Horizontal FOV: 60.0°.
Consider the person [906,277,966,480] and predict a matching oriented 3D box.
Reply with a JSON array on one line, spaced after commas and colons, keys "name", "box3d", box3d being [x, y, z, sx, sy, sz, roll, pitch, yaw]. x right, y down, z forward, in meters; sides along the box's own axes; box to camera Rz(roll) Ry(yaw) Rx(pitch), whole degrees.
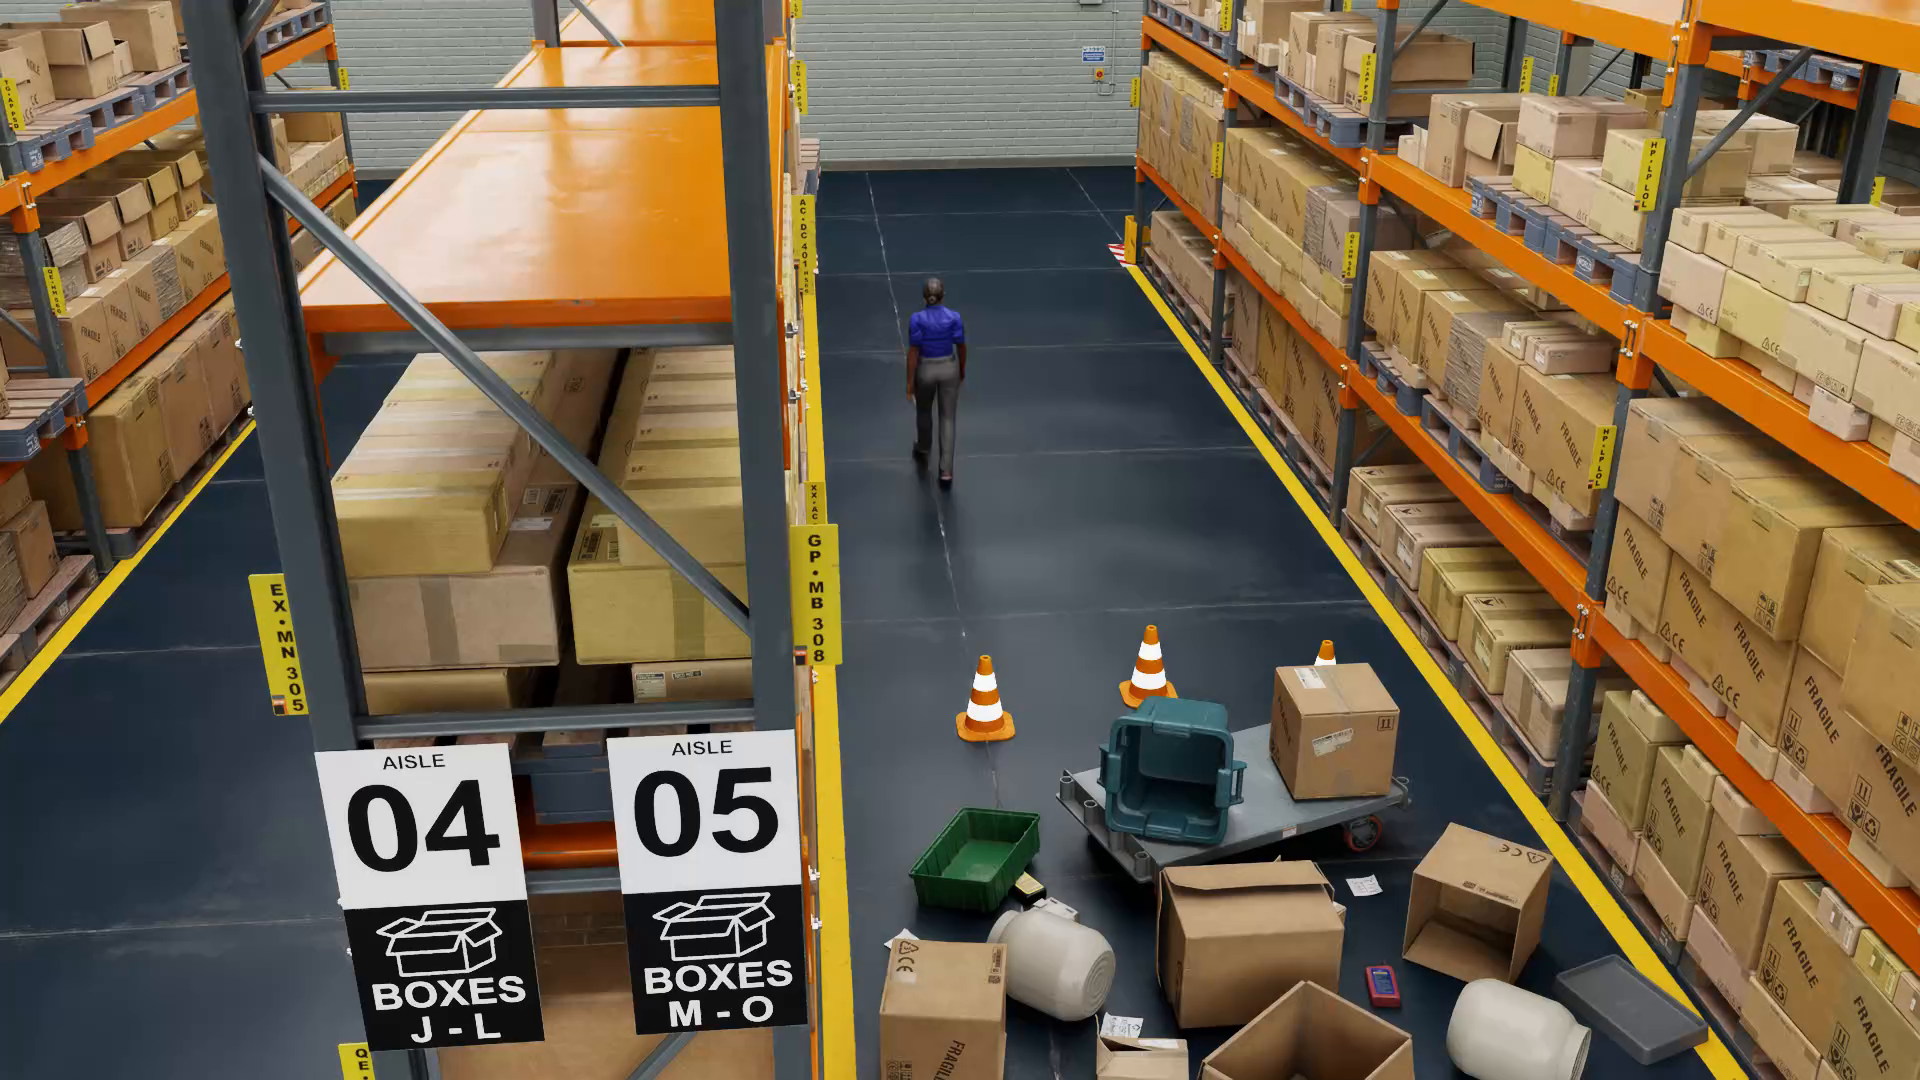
[{"name": "person", "box3d": [-0.189, -1.361, 13.362, 0.481, 1.590, 0.988, 0, 24, 0]}]
